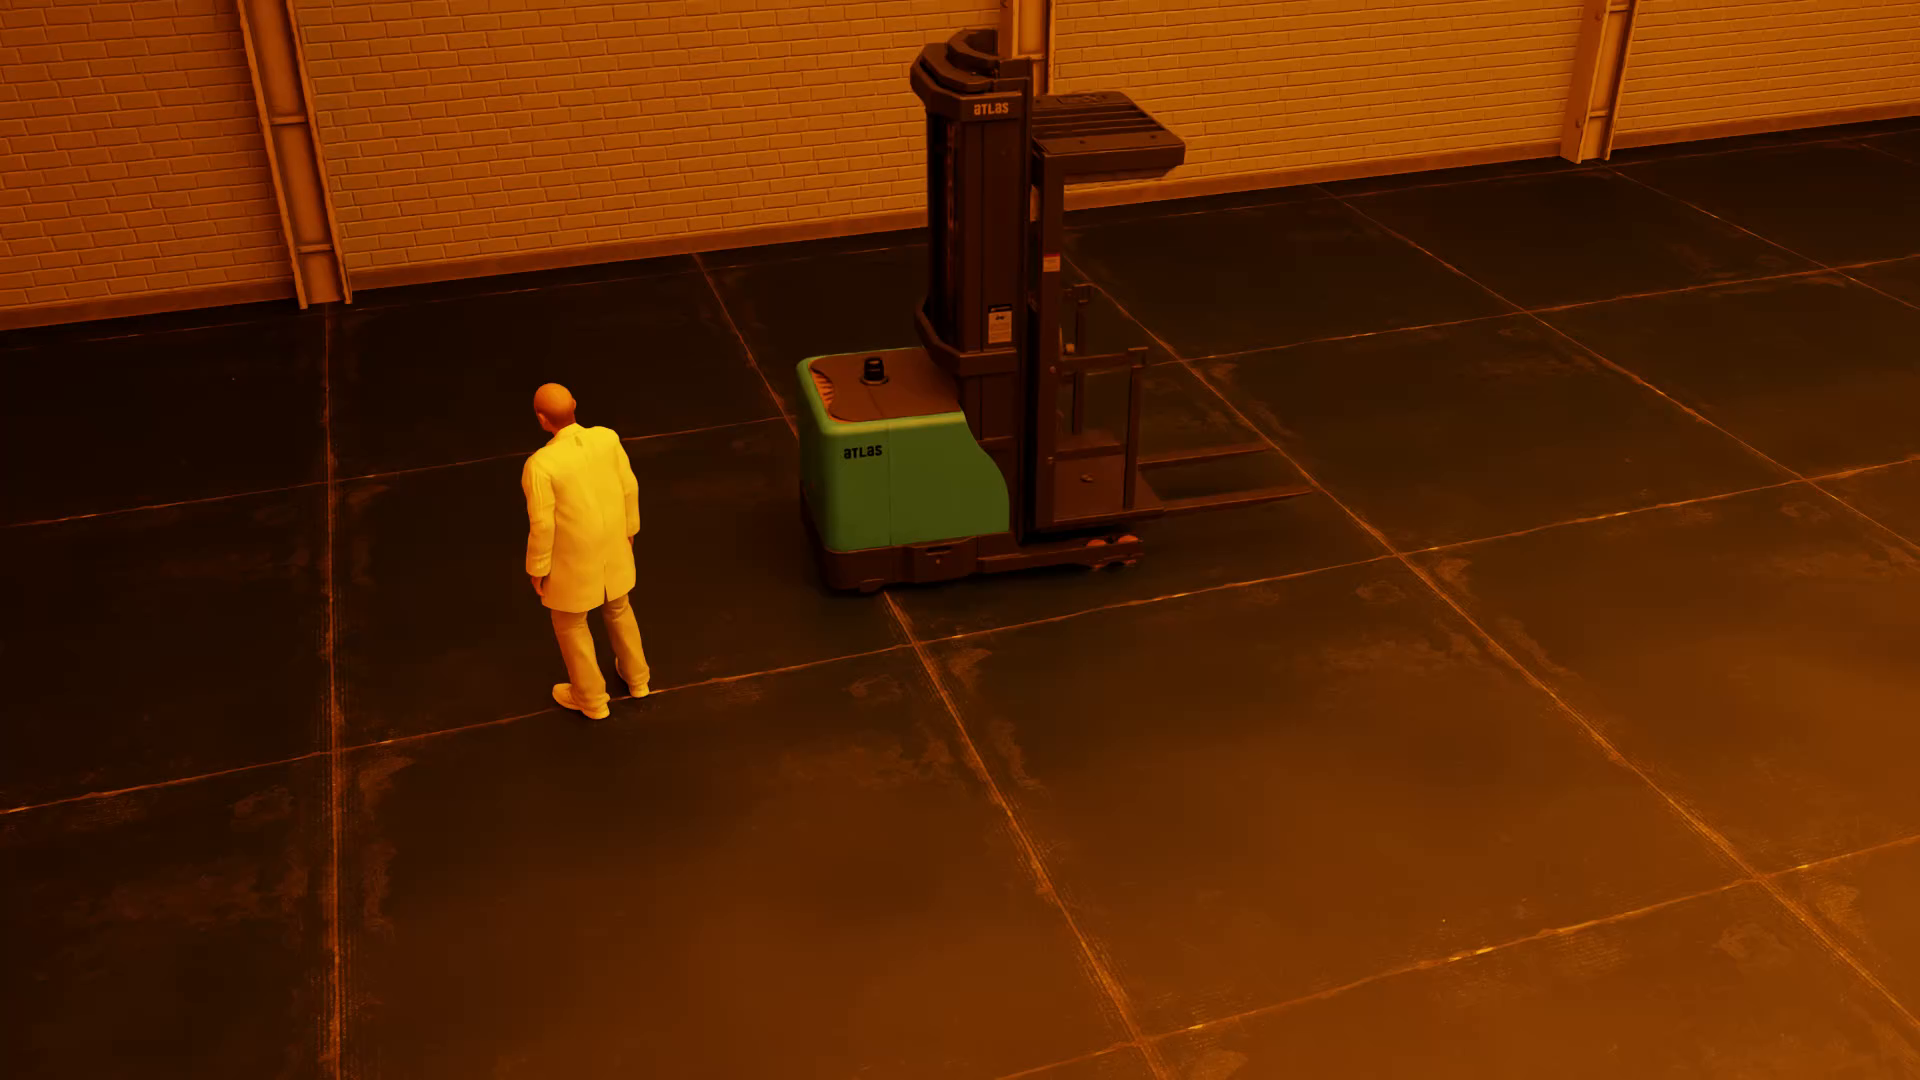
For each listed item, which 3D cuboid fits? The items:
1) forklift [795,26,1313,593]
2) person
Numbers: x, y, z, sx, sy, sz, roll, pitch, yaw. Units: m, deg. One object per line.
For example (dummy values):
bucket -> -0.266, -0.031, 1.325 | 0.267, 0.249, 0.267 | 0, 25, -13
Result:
forklift -> 0.597, -1.353, 9.439 | 3.031, 2.935, 1.130 | -7, 31, -12
person -> -1.846, 0.055, 8.153 | 0.430, 1.772, 0.644 | 26, 39, 37
